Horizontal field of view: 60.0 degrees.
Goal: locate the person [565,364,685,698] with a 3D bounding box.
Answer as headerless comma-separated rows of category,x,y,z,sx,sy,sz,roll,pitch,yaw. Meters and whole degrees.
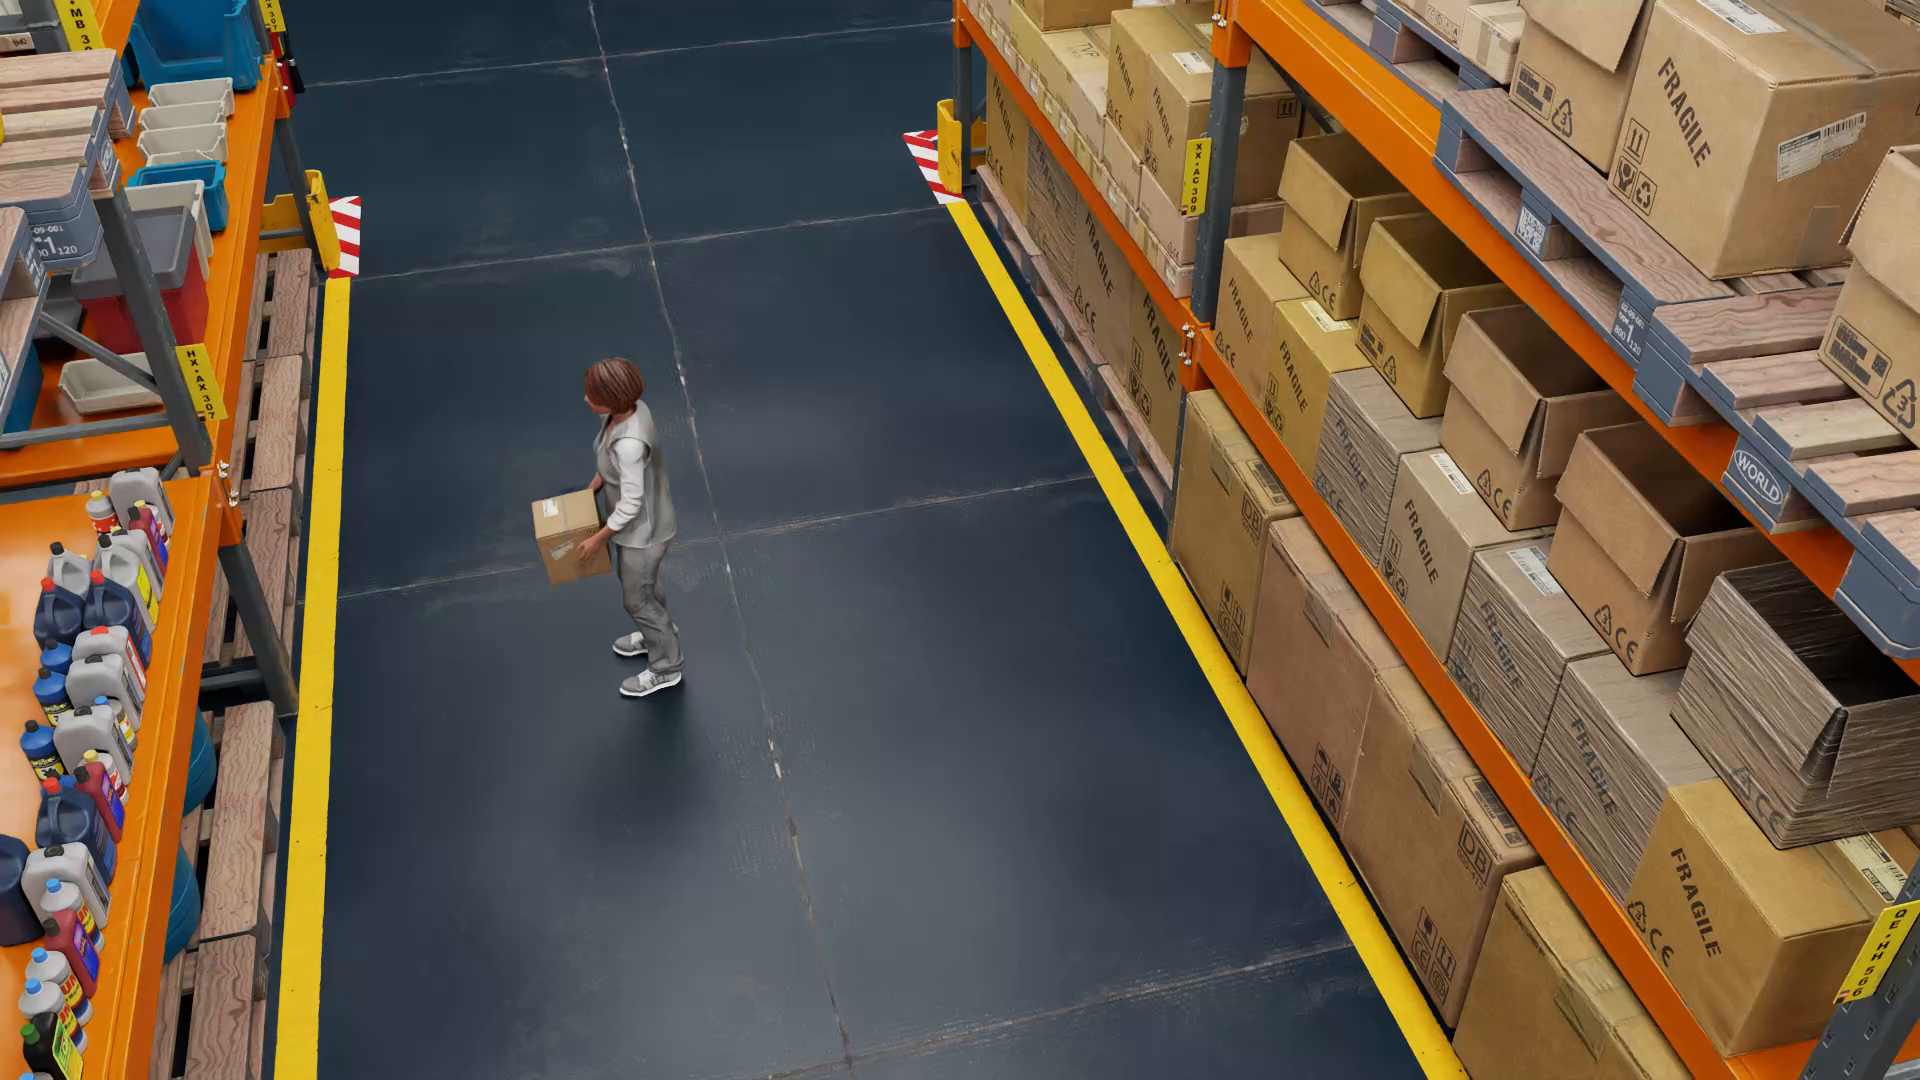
person,-1.336,-0.043,6.784,0.348,1.581,0.476,-11,40,-13
